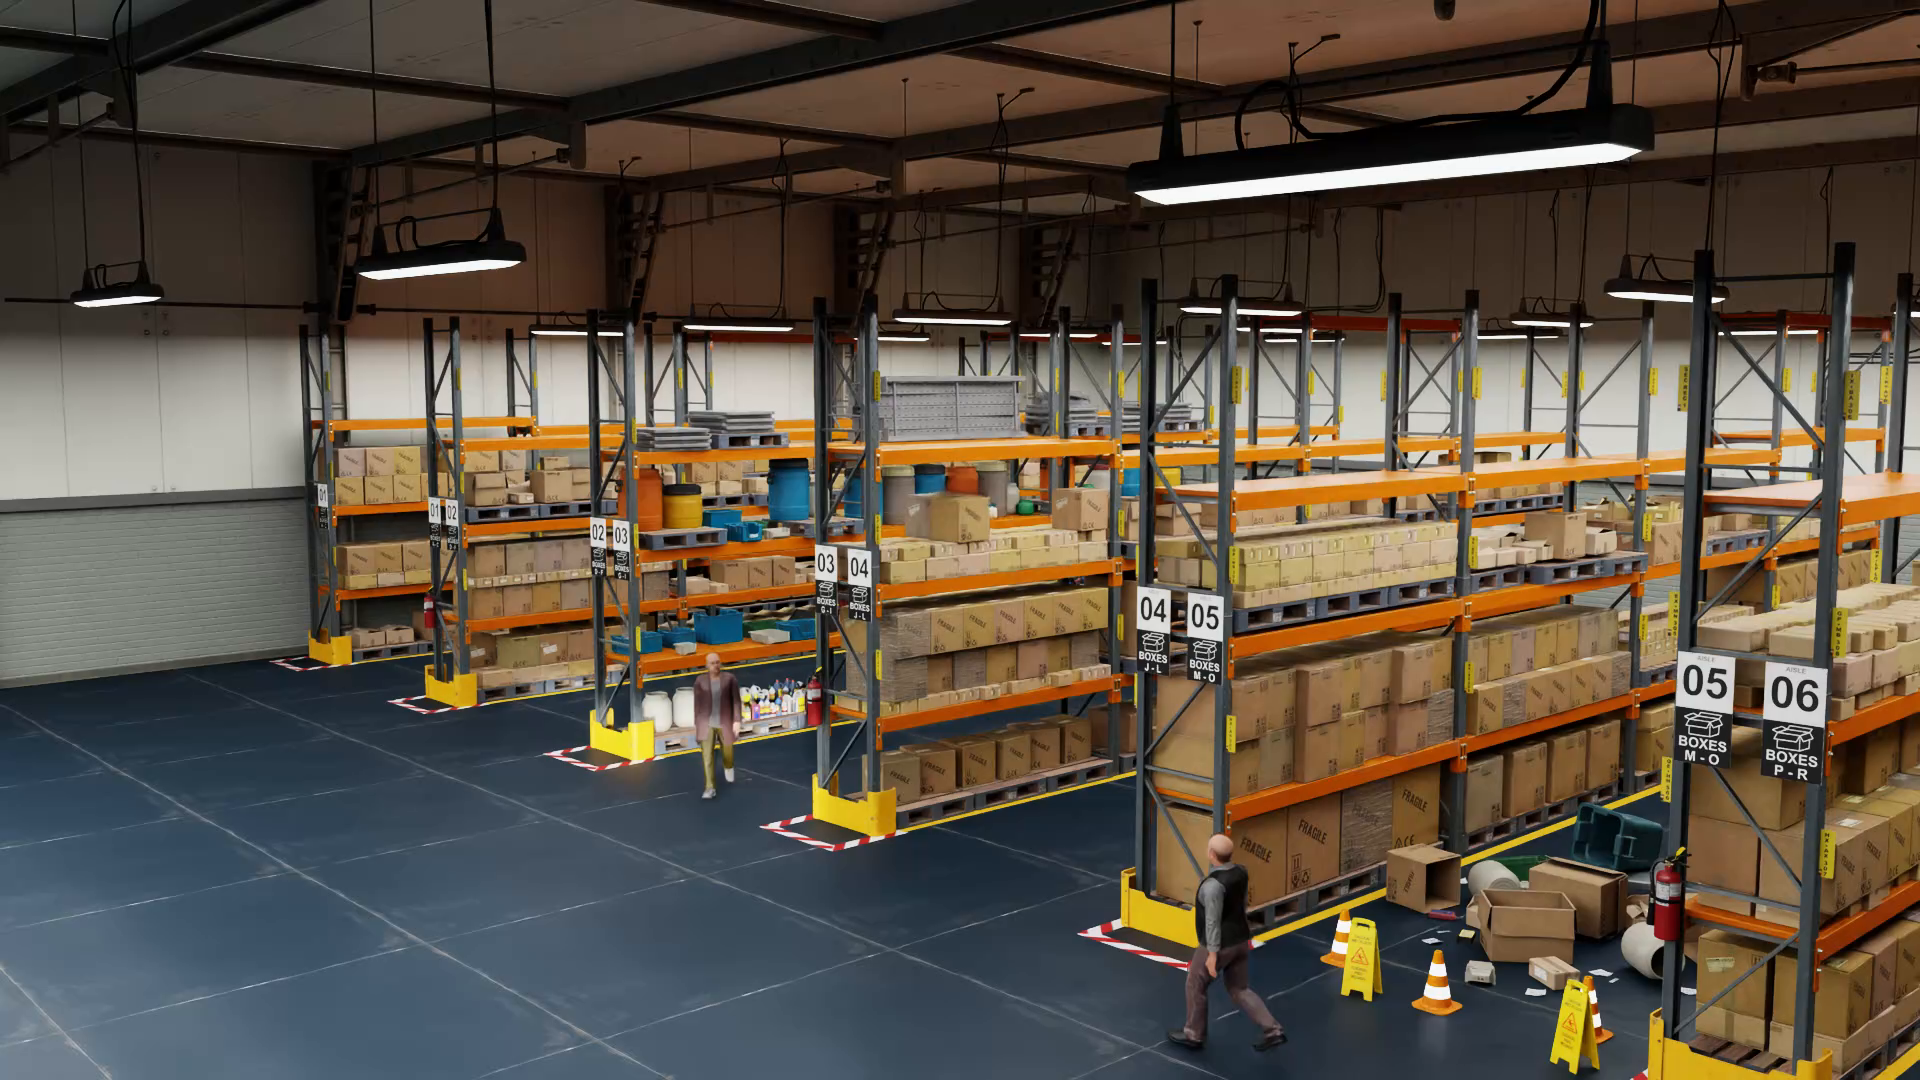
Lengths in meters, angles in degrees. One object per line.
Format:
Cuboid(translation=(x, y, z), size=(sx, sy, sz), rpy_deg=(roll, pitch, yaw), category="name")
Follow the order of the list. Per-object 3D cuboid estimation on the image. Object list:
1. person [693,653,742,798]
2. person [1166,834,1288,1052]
Cuboid(translation=(-2.966, 2.231, 20.412), size=(0.592, 1.740, 0.984), rpy_deg=(0, 6, -2), category="person")
Cuboid(translation=(2.078, 3.034, 12.511), size=(0.791, 1.637, 0.557), rpy_deg=(5, 8, 40), category="person")
